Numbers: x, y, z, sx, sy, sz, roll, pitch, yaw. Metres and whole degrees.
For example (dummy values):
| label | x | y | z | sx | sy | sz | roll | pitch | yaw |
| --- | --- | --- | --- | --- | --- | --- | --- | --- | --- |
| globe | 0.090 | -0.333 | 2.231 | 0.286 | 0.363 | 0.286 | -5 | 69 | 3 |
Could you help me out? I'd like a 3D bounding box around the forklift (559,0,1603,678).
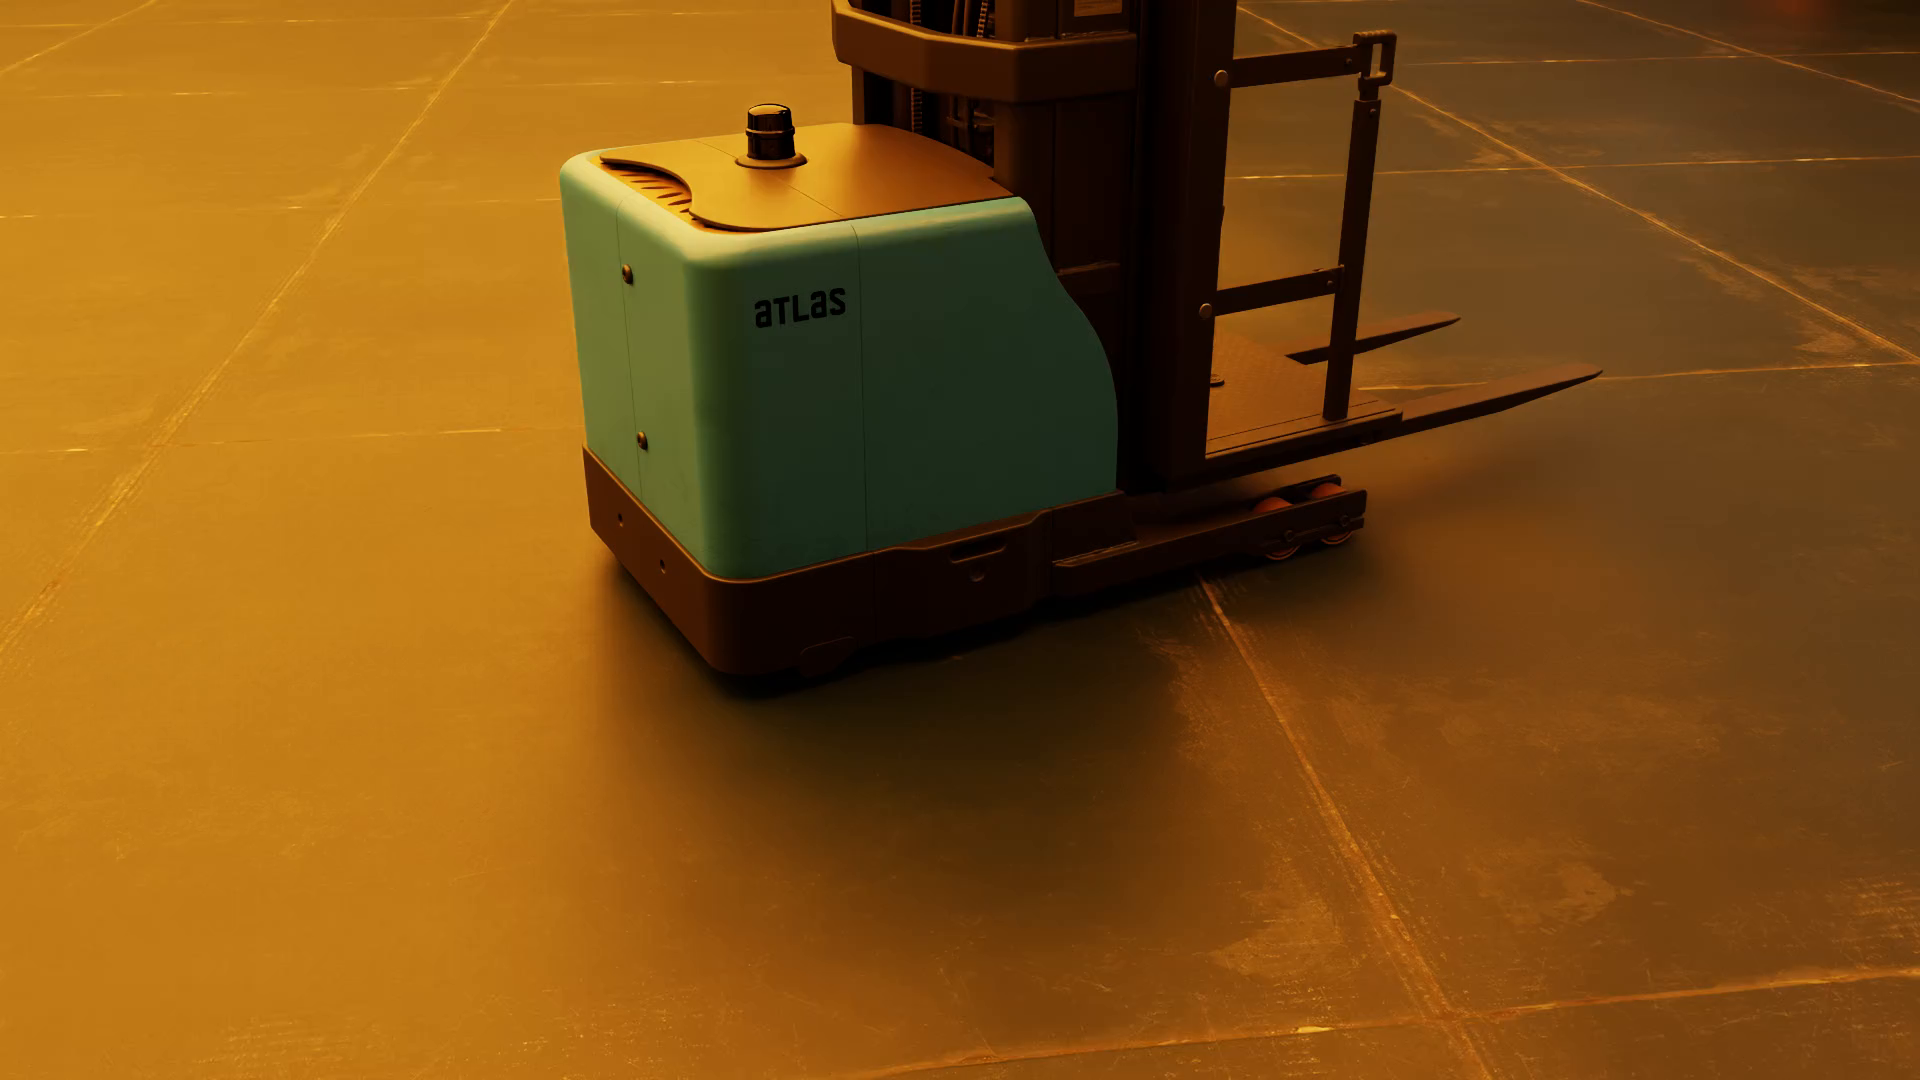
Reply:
| label | x | y | z | sx | sy | sz | roll | pitch | yaw |
| --- | --- | --- | --- | --- | --- | --- | --- | --- | --- |
| forklift | 0.529 | -1.451 | 4.240 | 3.031 | 2.935 | 1.130 | -14 | 29 | -26 |
